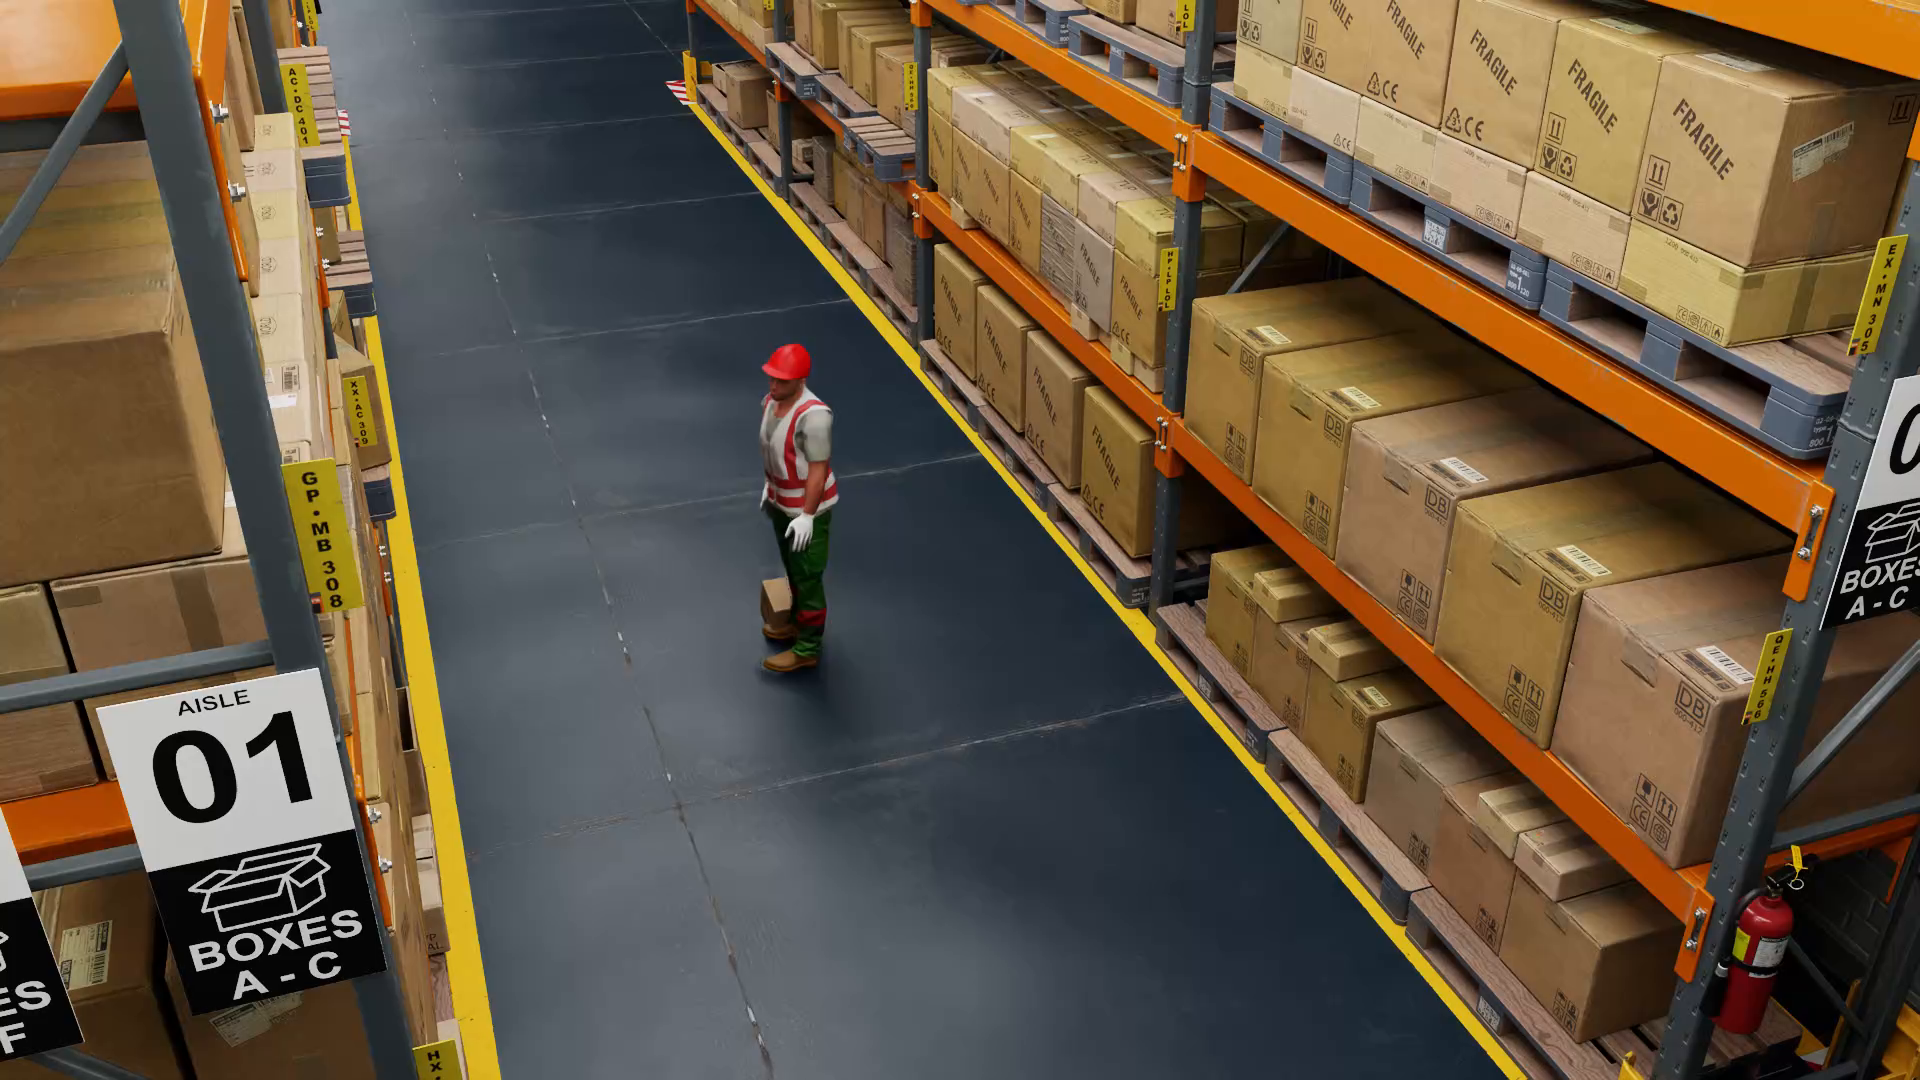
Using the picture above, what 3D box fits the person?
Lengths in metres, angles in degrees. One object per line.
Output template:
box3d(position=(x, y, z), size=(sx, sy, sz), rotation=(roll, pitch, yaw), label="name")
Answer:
box3d(position=(-0.897, -0.169, 8.559), size=(0.479, 1.795, 0.568), rotation=(-19, 35, -30), label="person")
